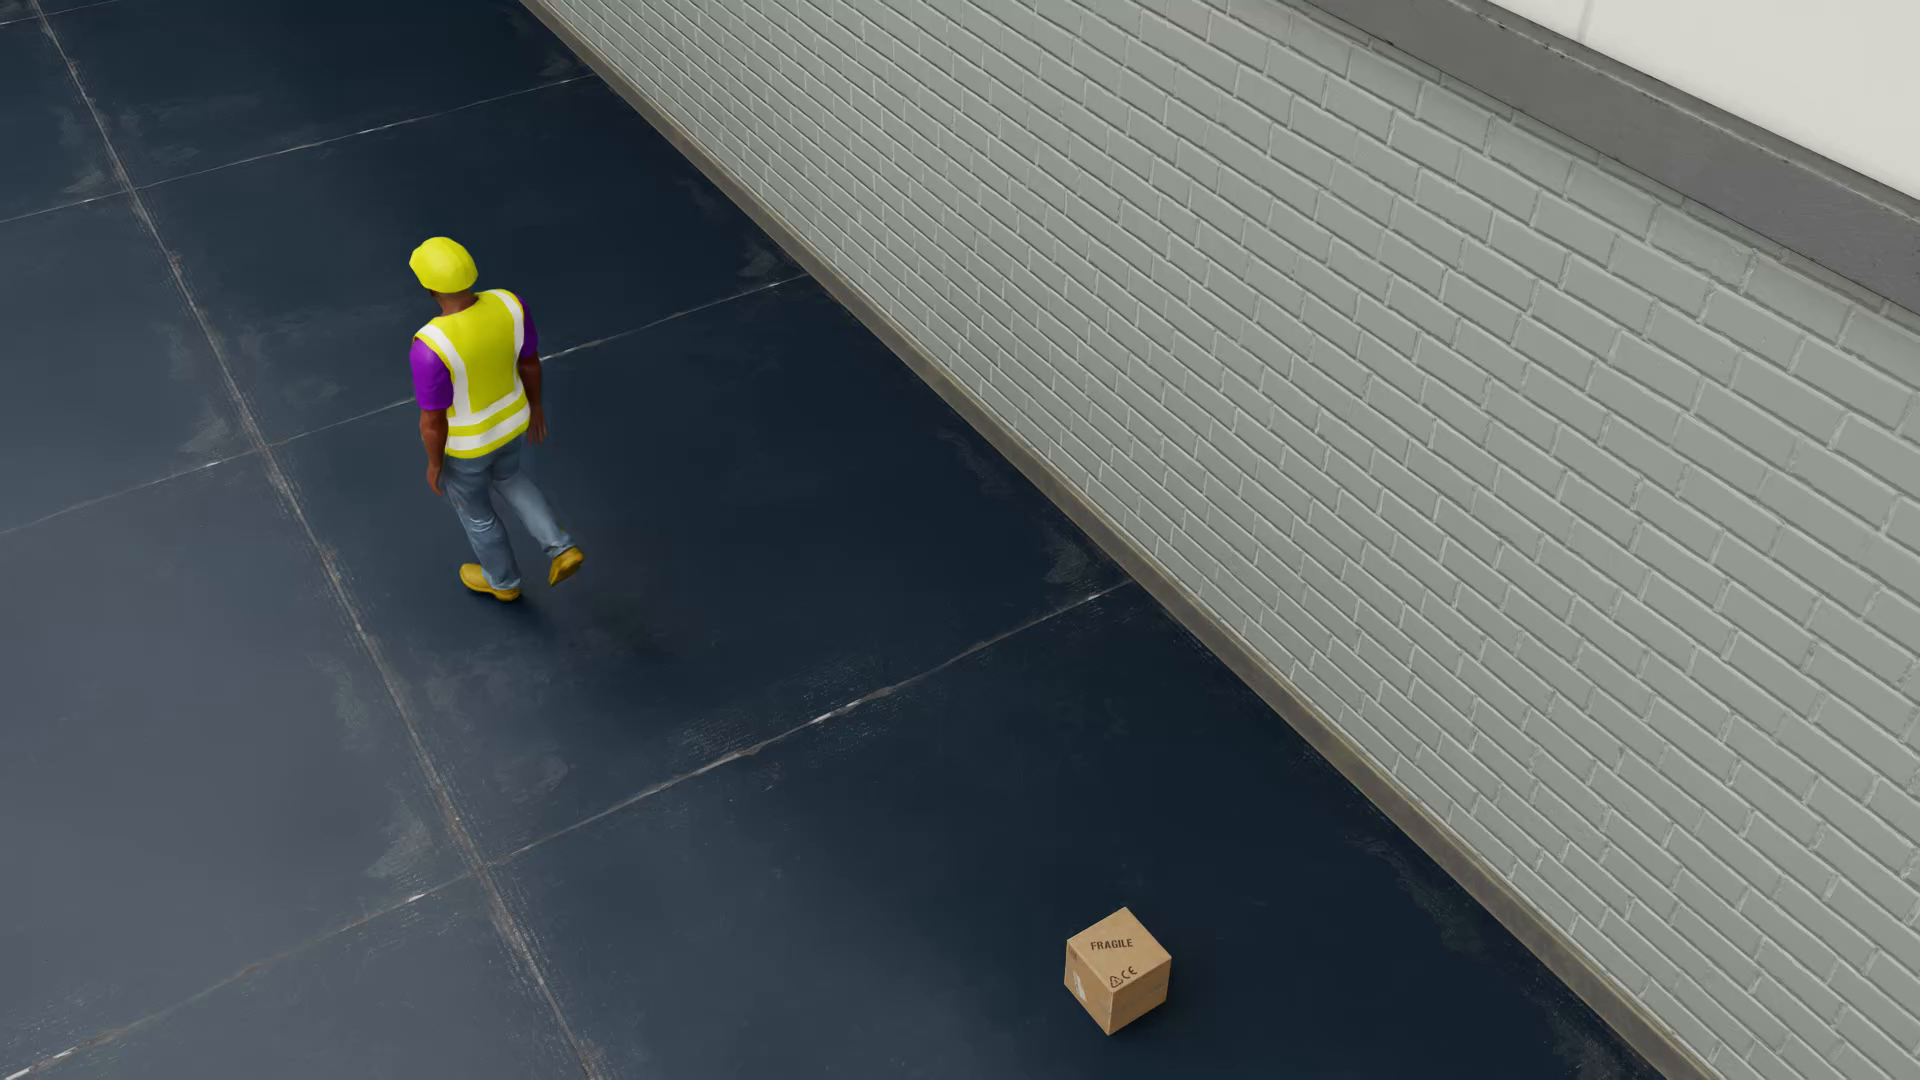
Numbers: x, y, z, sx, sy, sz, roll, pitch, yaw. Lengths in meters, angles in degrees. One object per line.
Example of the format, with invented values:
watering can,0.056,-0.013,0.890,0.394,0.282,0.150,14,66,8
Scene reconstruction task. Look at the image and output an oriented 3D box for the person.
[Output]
person,-1.885,-0.438,6.620,0.606,1.756,0.571,25,46,26
